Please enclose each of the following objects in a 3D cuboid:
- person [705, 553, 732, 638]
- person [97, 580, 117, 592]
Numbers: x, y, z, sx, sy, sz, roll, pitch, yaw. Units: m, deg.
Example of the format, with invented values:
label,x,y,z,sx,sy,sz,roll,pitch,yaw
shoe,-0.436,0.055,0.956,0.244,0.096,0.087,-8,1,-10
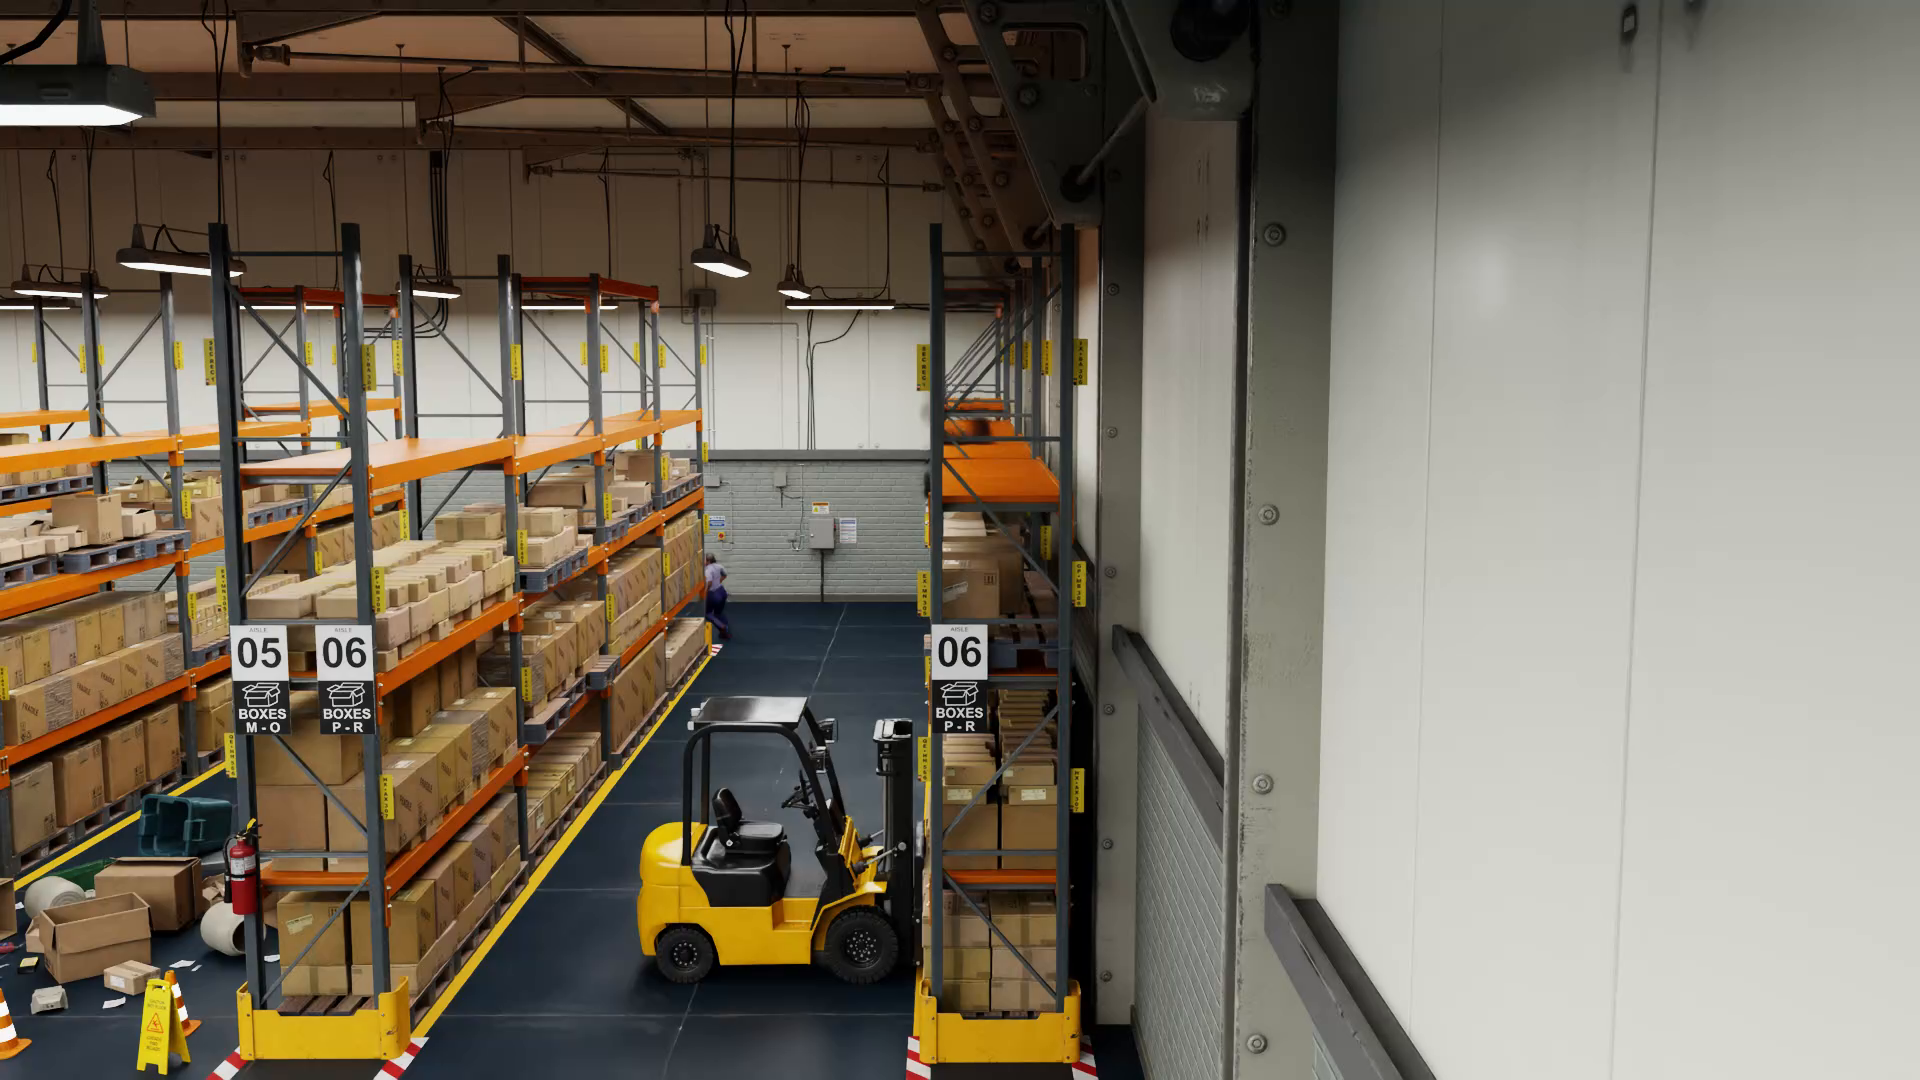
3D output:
label,x,y,z,sx,sy,sz,roll,pitch,yaw
person,-4.380,0.987,29.247,0.484,1.567,0.705,4,8,29
person,-15.111,0.931,29.193,0.824,1.667,0.588,3,7,22
